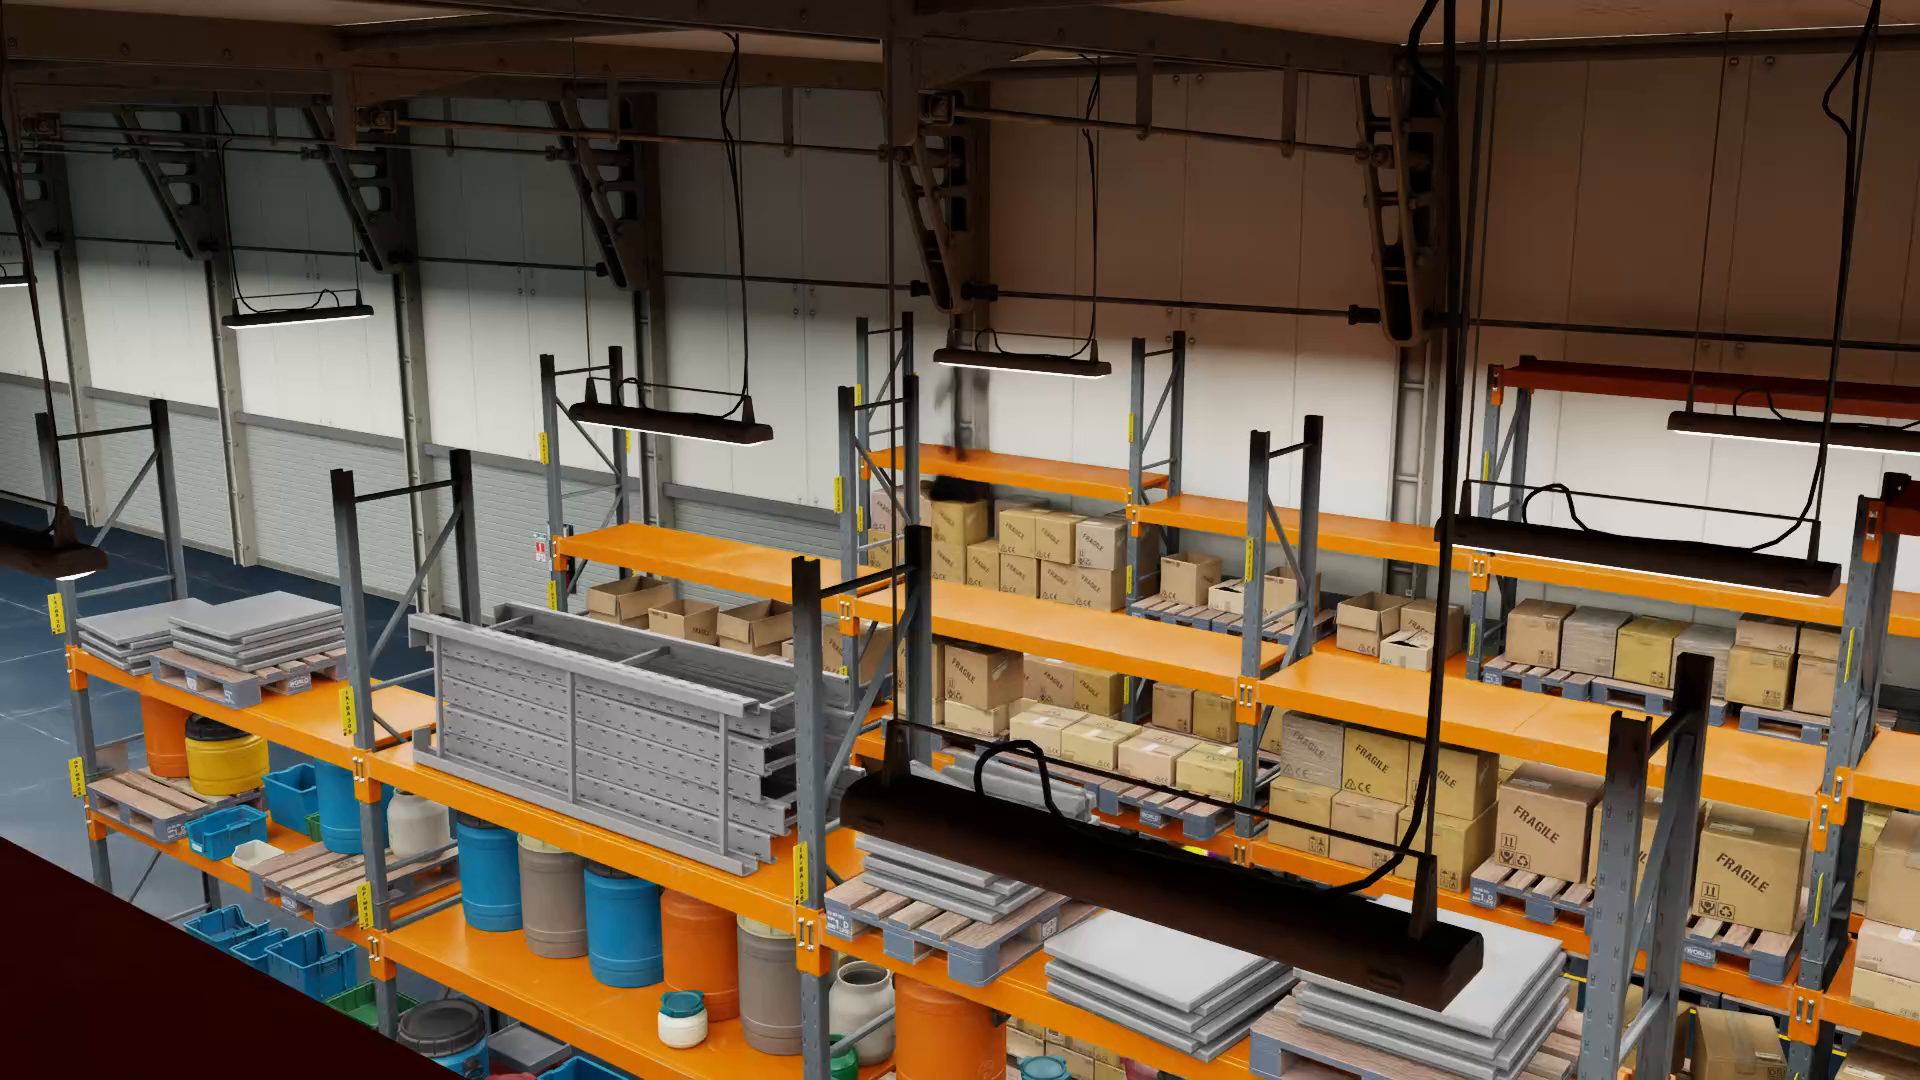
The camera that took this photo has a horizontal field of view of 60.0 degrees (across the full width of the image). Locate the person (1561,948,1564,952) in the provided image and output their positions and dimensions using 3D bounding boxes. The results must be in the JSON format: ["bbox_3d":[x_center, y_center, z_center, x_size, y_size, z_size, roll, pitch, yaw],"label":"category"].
[{"bbox_3d":[5.283,3.791,15.069,0.633,1.740,0.715,7,15,27],"label":"person"}]

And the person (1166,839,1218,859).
[{"bbox_3d":[2.330,3.589,16.156,0.839,1.693,0.697,7,15,27],"label":"person"}]
